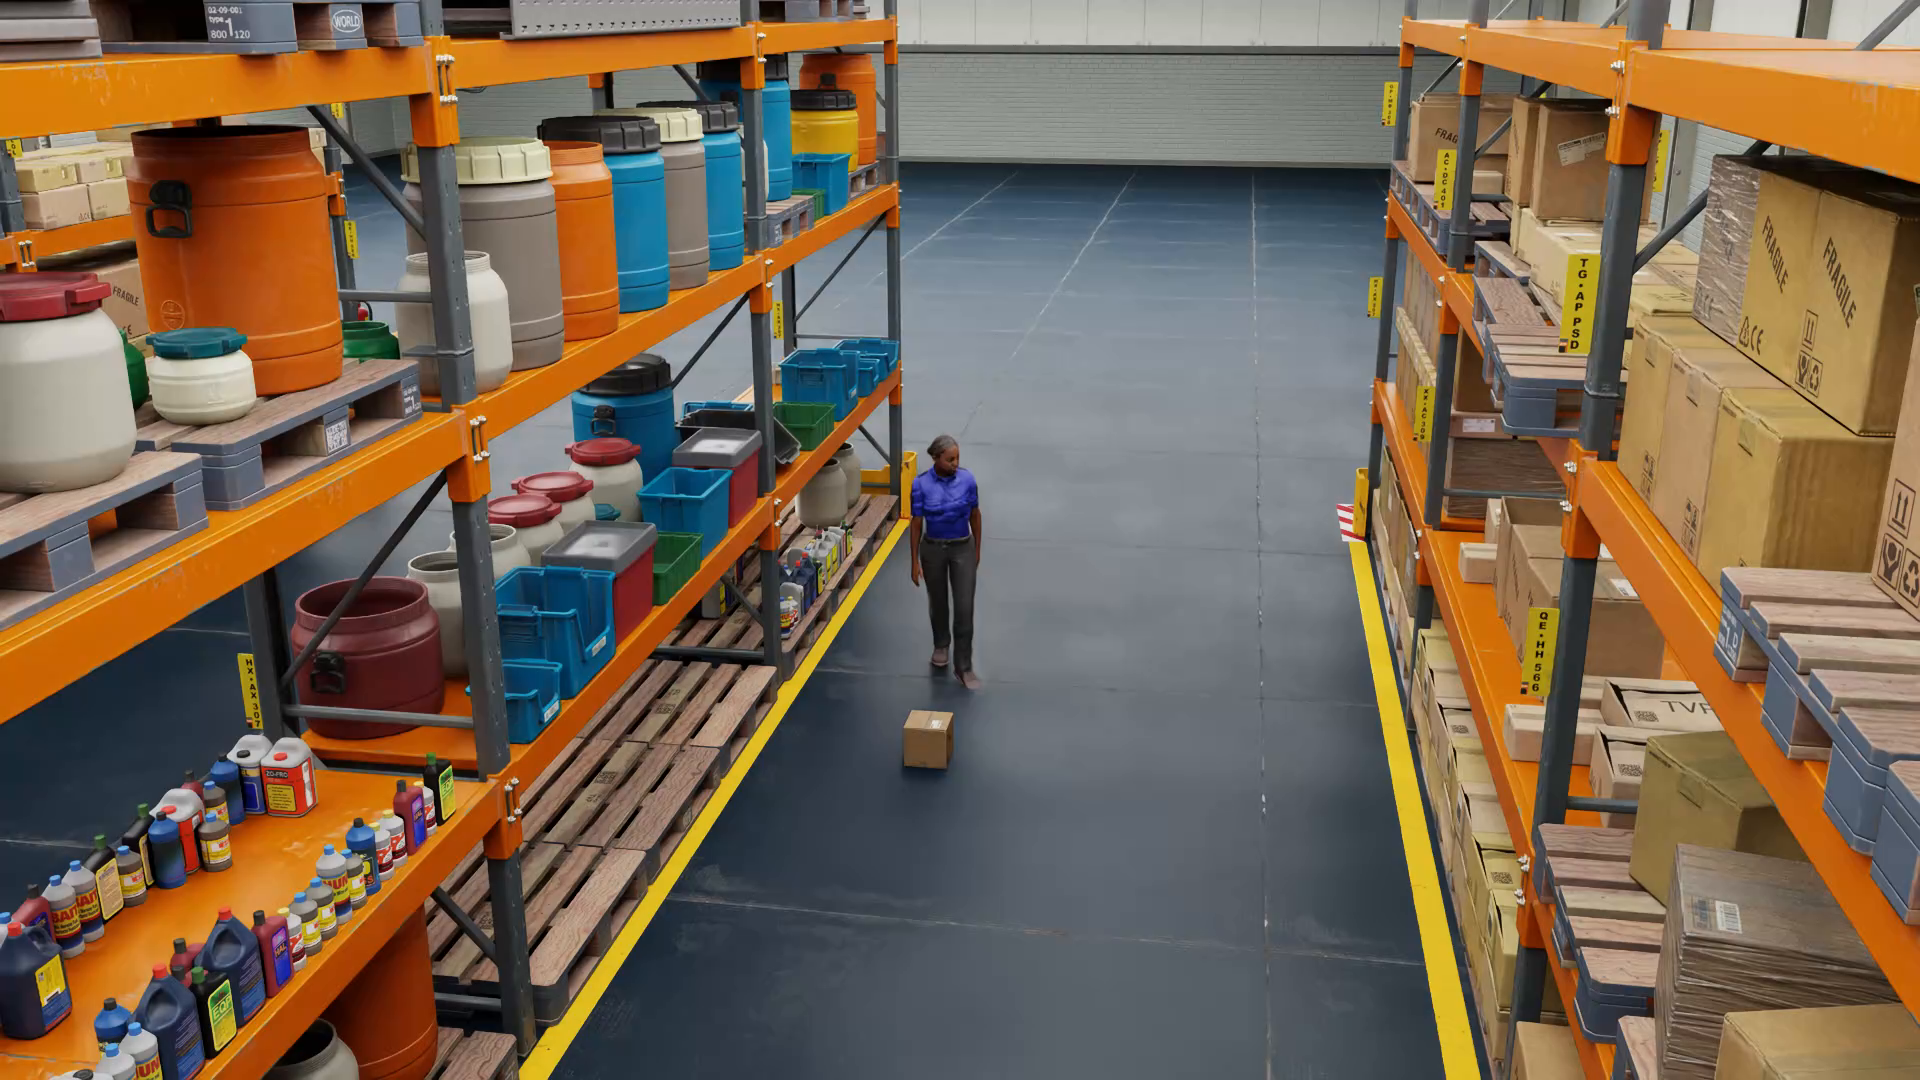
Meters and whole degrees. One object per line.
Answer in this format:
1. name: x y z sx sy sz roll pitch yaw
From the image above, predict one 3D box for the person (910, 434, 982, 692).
1. person: -0.091 0.115 10.761 0.465 1.701 0.618 -1 18 -2
